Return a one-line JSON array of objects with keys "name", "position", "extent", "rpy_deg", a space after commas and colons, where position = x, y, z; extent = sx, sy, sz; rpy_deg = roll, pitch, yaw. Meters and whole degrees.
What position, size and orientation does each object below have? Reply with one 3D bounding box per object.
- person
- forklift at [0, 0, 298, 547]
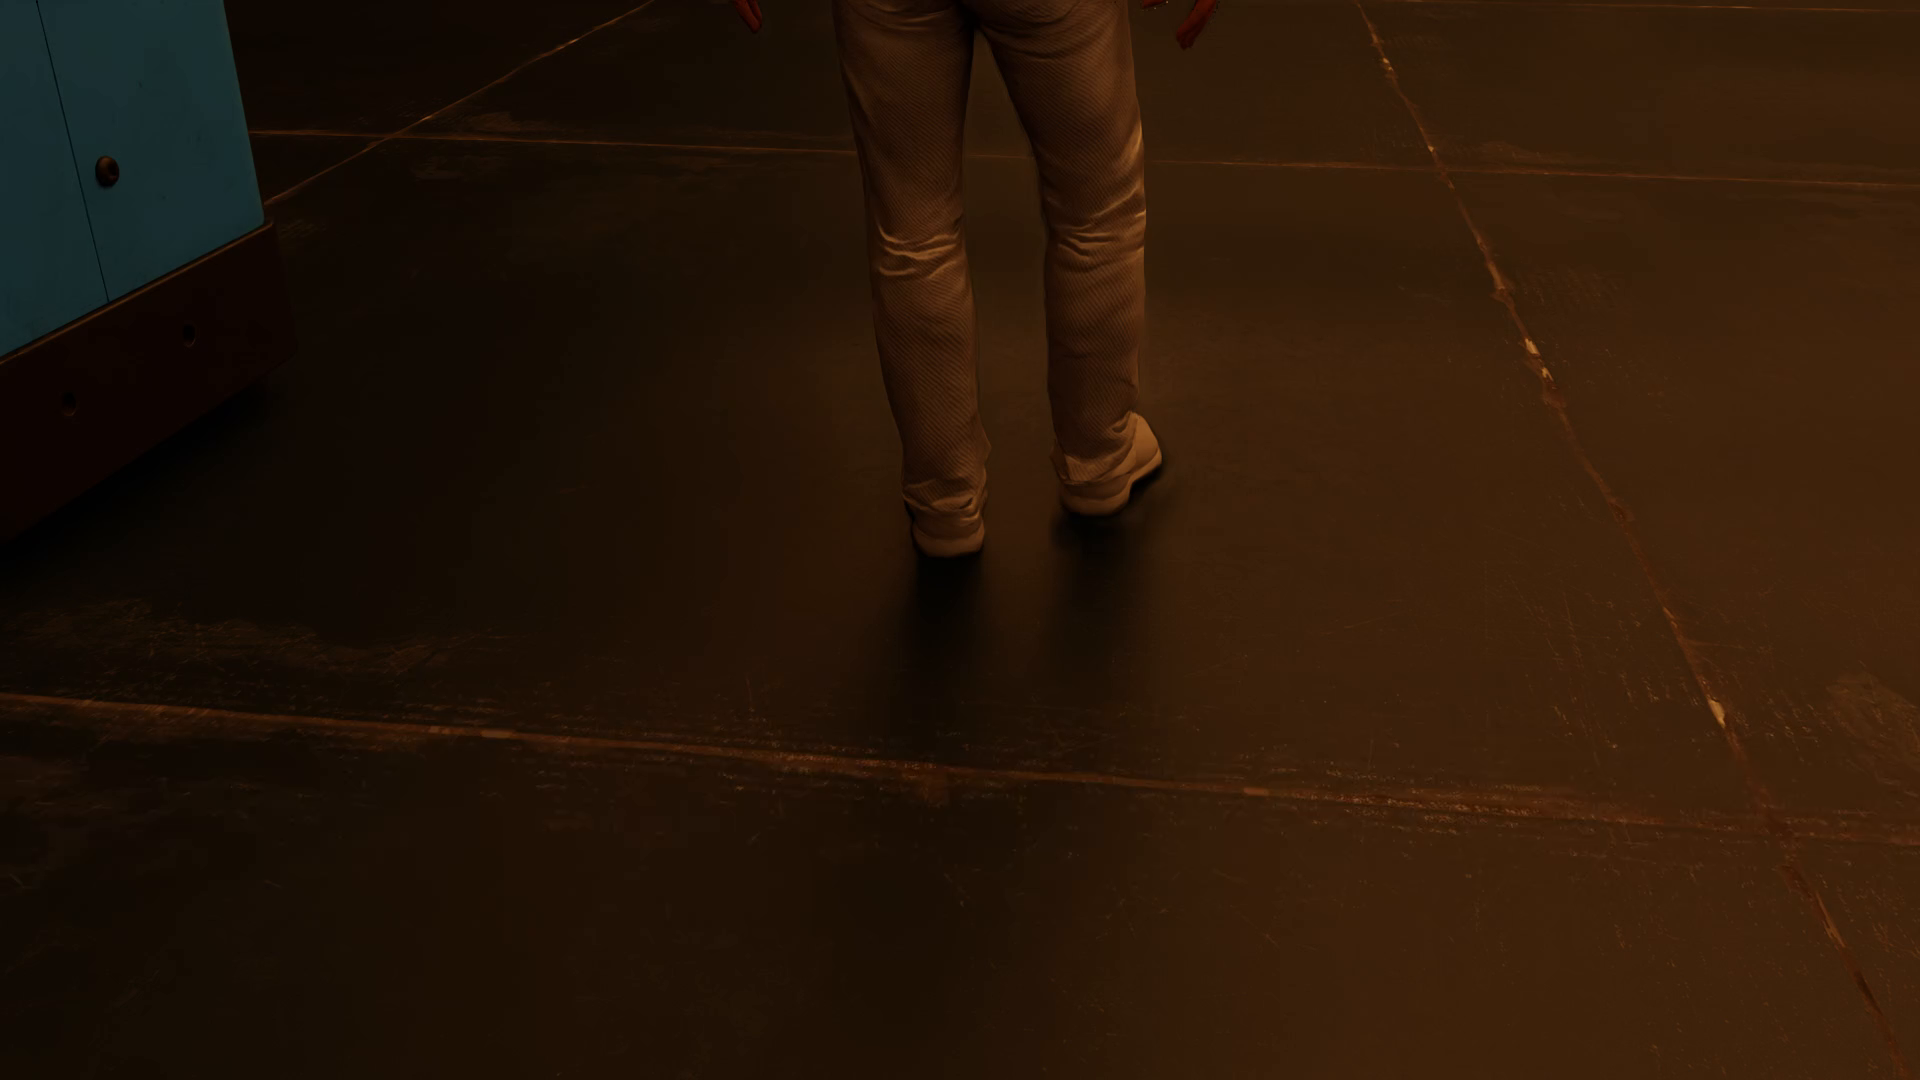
[{"name": "person", "position": [0.004, -0.841, 2.219], "extent": [0.703, 1.763, 0.554], "rpy_deg": [3, 27, 6]}, {"name": "forklift", "position": [-2.769, -1.506, 2.235], "extent": [3.031, 2.935, 1.130], "rpy_deg": [4, 27, 9]}]
